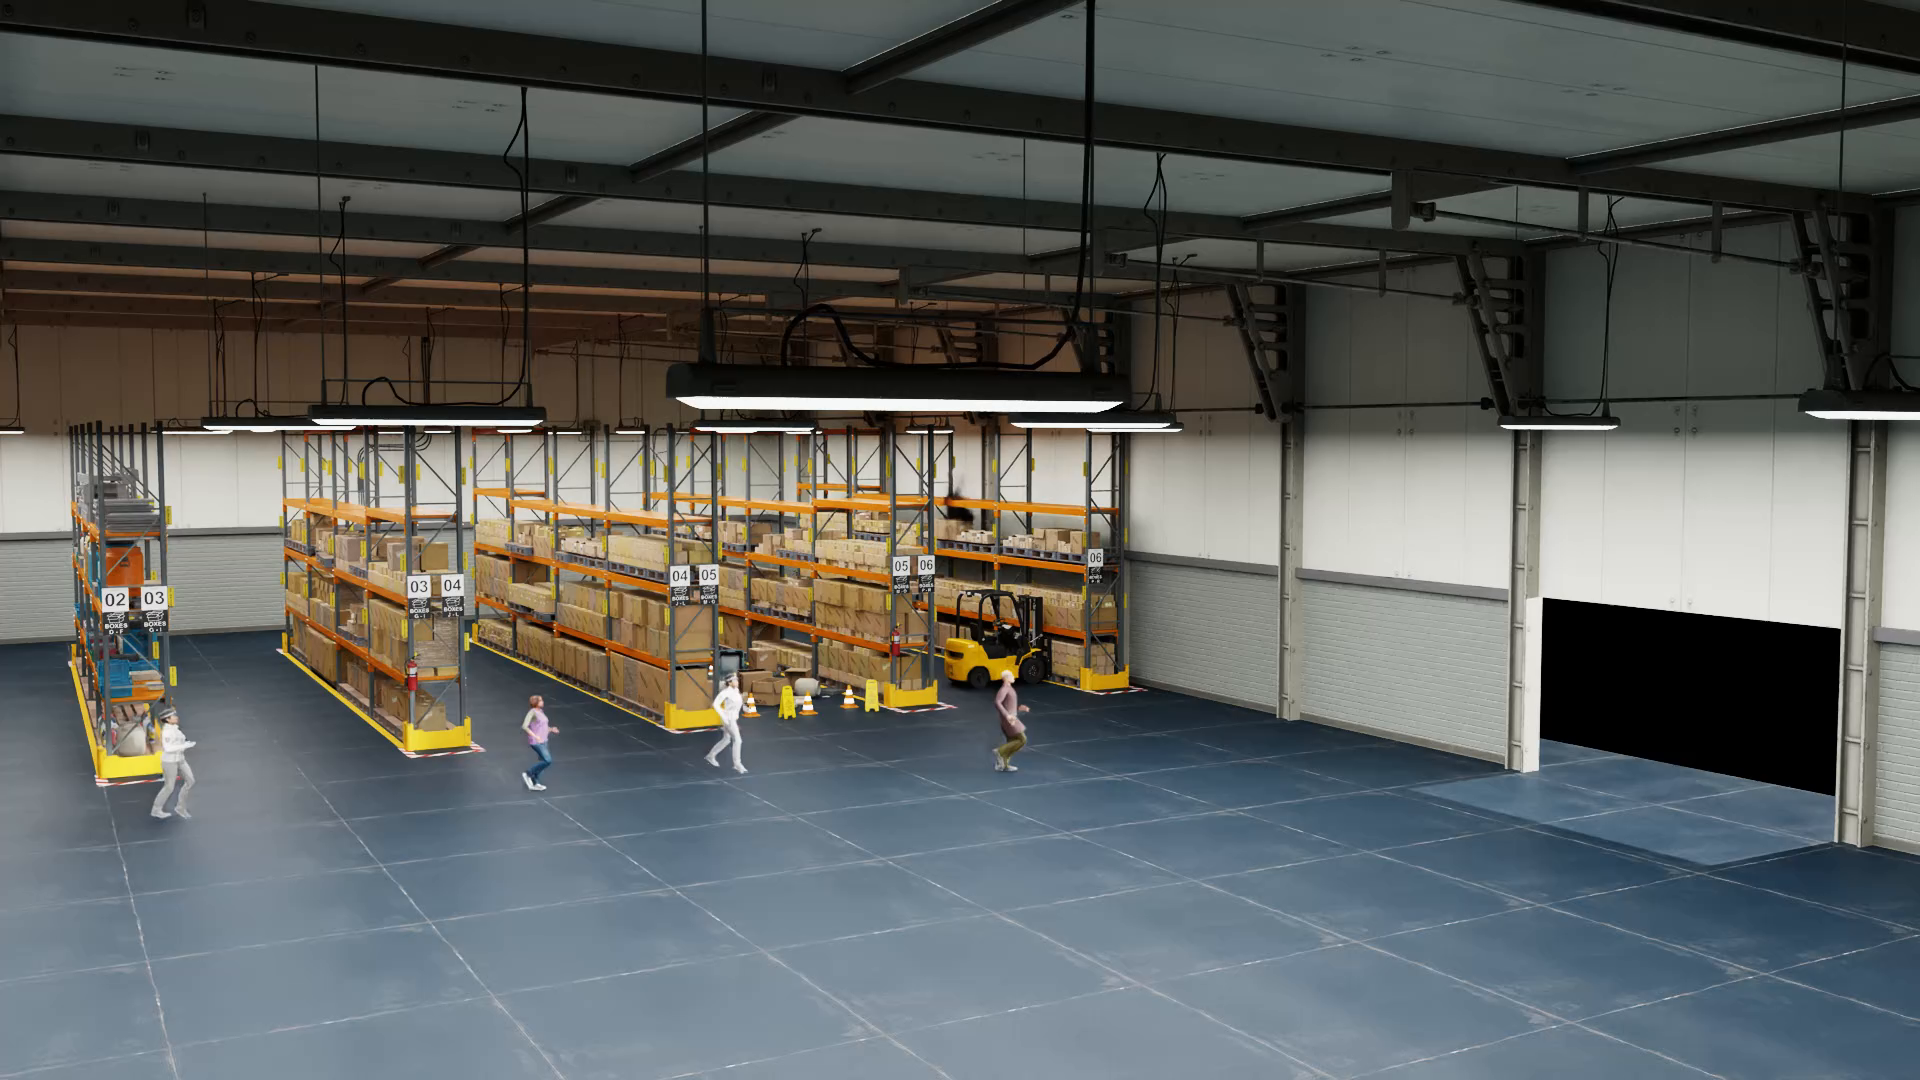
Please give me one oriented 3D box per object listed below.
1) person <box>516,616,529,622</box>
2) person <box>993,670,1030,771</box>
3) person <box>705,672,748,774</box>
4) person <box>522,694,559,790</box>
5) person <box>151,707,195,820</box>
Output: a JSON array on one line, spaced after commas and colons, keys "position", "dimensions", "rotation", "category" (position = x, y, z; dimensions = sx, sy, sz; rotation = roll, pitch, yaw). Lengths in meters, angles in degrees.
[{"position": [-12.965, 1.879, 48.503], "dimensions": [0.989, 1.673, 0.586], "rotation": [-2, 4, -25], "category": "person"}, {"position": [0.881, 3.092, 28.465], "dimensions": [0.623, 1.735, 0.701], "rotation": [0, 4, 1], "category": "person"}, {"position": [-3.974, 3.110, 28.493], "dimensions": [0.781, 1.732, 0.611], "rotation": [1, 4, 12], "category": "person"}, {"position": [-6.790, 3.275, 26.909], "dimensions": [0.542, 1.554, 0.531], "rotation": [0, 4, 4], "category": "person"}, {"position": [-11.736, 3.344, 24.835], "dimensions": [0.684, 1.734, 0.592], "rotation": [0, 4, -4], "category": "person"}]
